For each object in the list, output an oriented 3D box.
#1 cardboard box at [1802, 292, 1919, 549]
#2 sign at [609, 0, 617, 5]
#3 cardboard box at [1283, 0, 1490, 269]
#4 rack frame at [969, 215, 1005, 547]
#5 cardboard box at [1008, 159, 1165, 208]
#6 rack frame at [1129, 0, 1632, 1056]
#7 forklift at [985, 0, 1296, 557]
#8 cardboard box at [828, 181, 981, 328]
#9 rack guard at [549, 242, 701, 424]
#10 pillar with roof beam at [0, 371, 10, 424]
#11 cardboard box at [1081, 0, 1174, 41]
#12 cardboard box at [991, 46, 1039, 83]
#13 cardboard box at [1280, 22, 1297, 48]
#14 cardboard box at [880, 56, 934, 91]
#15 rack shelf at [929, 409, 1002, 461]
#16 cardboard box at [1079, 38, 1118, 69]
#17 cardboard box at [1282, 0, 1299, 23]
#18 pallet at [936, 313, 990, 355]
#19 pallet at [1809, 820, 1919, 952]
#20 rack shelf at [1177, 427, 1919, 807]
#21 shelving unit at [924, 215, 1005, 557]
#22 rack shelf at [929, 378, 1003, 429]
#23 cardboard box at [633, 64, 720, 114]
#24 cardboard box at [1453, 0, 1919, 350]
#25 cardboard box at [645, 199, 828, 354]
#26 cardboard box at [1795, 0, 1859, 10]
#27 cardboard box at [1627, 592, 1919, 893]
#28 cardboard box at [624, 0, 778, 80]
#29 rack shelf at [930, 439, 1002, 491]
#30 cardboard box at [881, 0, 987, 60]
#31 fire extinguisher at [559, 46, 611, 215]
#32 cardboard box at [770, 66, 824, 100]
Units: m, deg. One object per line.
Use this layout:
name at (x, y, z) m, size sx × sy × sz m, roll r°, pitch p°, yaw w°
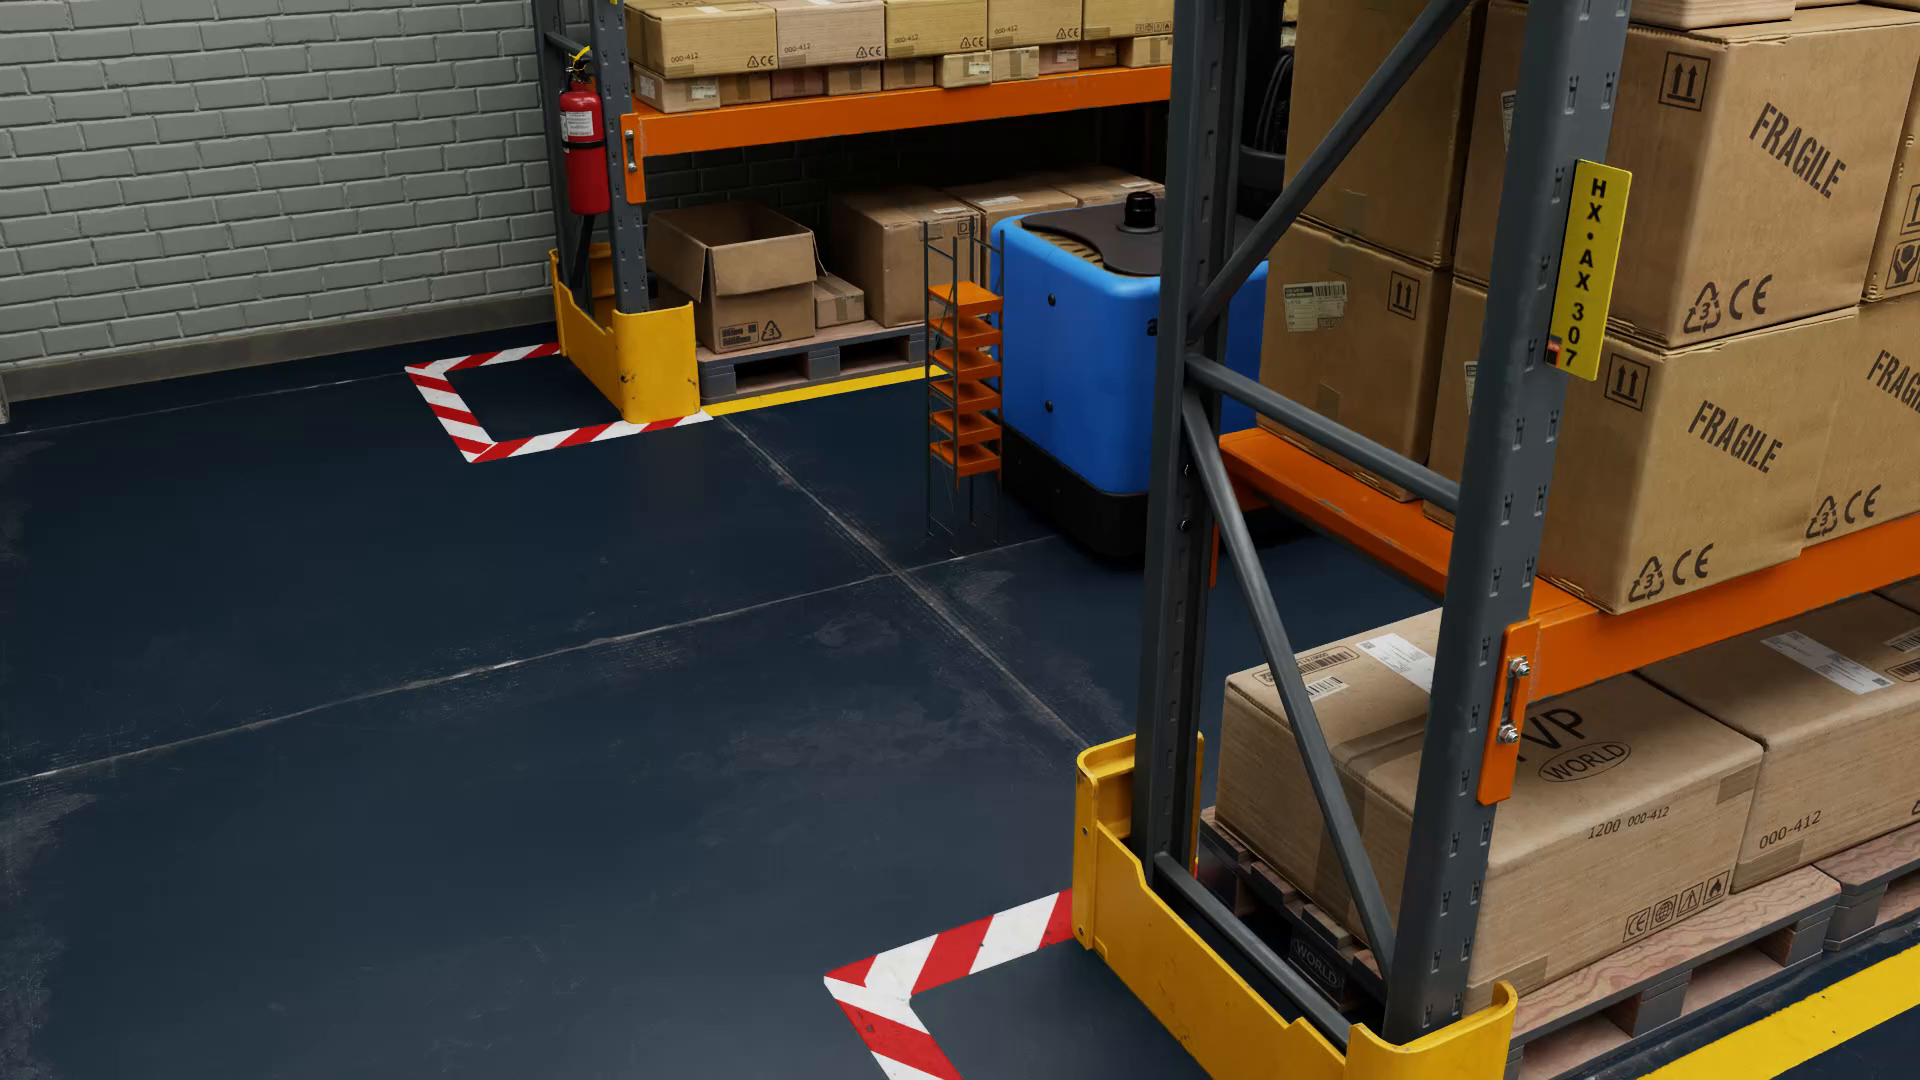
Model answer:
cardboard box at (1.697, -0.345, 3.388) m, size 0.500 × 0.500 × 0.500 m, roll -13°, pitch 29°, yaw -26°
sign at (-1.378, -2.276, 6.525) m, size 0.005 × 0.325 × 0.100 m, roll -13°, pitch 29°, yaw -25°
cardboard box at (1.019, -0.883, 3.353) m, size 0.500 × 0.500 × 0.500 m, roll -12°, pitch 28°, yaw -23°
rack frame at (0.094, -0.562, 6.035) m, size 0.006 × 1.200 × 0.240 m, roll -13°, pitch 29°, yaw -25°
cardboard box at (0.639, -1.615, 8.550) m, size 0.500 × 0.500 × 0.700 m, roll -14°, pitch 29°, yaw -27°
rack frame at (0.705, -0.198, 3.197) m, size 0.127 × 3.000 × 1.000 m, roll -13°, pitch 29°, yaw -25°
forklift at (1.656, -1.672, 6.346) m, size 3.031 × 2.935 × 1.130 m, roll -12°, pitch 28°, yaw -23°
cardboard box at (-0.277, -1.403, 8.110) m, size 0.500 × 0.500 × 0.700 m, roll -12°, pitch 28°, yaw -23°
rack guard at (-1.567, -0.982, 7.717) m, size 0.348 × 0.500 × 1.175 m, roll -13°, pitch 29°, yaw -25°
pillar with roof beam at (-2.411, -2.949, 1.995) m, size 0.400 × 9.000 × 9.100 m, roll -13°, pitch 29°, yaw -25°
cardboard box at (0.680, -2.573, 7.974) m, size 0.500 × 0.250 × 0.500 m, roll -13°, pitch 29°, yaw -25°
cardboard box at (0.168, -2.247, 7.755) m, size 0.250 × 0.149 × 0.380 m, roll -12°, pitch 28°, yaw -24°
cardboard box at (1.514, -2.572, 8.431) m, size 0.250 × 0.149 × 0.380 m, roll -12°, pitch 28°, yaw -24°
cardboard box at (-0.313, -2.163, 7.579) m, size 0.250 × 0.149 × 0.380 m, roll -13°, pitch 28°, yaw -24°
rack shelf at (0.013, -0.396, 6.068) m, size 0.180 × 0.103 × 0.258 m, roll -13°, pitch 29°, yaw -25°
cardboard box at (0.559, -2.394, 8.061) m, size 0.250 × 0.149 × 0.380 m, roll -13°, pitch 28°, yaw -24°
cardboard box at (1.561, -2.778, 8.399) m, size 0.500 × 0.250 × 0.500 m, roll -12°, pitch 28°, yaw -24°
pallet at (0.211, -1.261, 8.633) m, size 1.213 × 0.211 × 1.003 m, roll -13°, pitch 29°, yaw -25°
pallet at (2.449, 0.619, 4.716) m, size 1.213 × 0.211 × 1.003 m, roll -13°, pitch 29°, yaw -25°
rack shelf at (2.470, -0.281, 4.202) m, size 4.000 × 0.370 × 1.077 m, roll -13°, pitch 29°, yaw -25°
shelving unit at (0.013, -0.544, 5.996) m, size 0.189 × 1.200 × 0.258 m, roll -13°, pitch 29°, yaw -25°
rack shelf at (0.013, -0.504, 6.016) m, size 0.180 × 0.103 × 0.258 m, roll -13°, pitch 29°, yaw -25°
cardboard box at (-1.215, -1.942, 7.120) m, size 0.250 × 0.149 × 0.380 m, roll -13°, pitch 29°, yaw -25°
cardboard box at (1.263, -0.683, 2.936) m, size 0.500 × 0.500 × 0.500 m, roll -14°, pitch 29°, yaw -26°
cardboard box at (-1.049, -1.246, 7.778) m, size 0.637 × 0.503 × 0.797 m, roll -14°, pitch 29°, yaw -27°
cardboard box at (1.347, -1.034, 2.917) m, size 0.250 × 0.149 × 0.380 m, roll -12°, pitch 28°, yaw -24°
cardboard box at (2.044, 0.405, 4.416) m, size 0.875 × 0.438 × 0.875 m, roll -12°, pitch 28°, yaw -24°
cardboard box at (-1.107, -2.149, 7.090) m, size 0.500 × 0.250 × 0.500 m, roll -13°, pitch 28°, yaw -25°
rack shelf at (0.013, -0.287, 6.120) m, size 0.180 × 0.103 × 0.258 m, roll -13°, pitch 29°, yaw -25°
cardboard box at (-0.216, -2.356, 7.522) m, size 0.500 × 0.250 × 0.500 m, roll -14°, pitch 29°, yaw -26°
fire extinguisher at (-1.546, -1.684, 6.812) m, size 0.183 × 0.674 × 0.296 m, roll -13°, pitch 29°, yaw -25°
cardboard box at (-0.796, -2.078, 7.404) m, size 0.250 × 0.149 × 0.380 m, roll -13°, pitch 29°, yaw -26°
